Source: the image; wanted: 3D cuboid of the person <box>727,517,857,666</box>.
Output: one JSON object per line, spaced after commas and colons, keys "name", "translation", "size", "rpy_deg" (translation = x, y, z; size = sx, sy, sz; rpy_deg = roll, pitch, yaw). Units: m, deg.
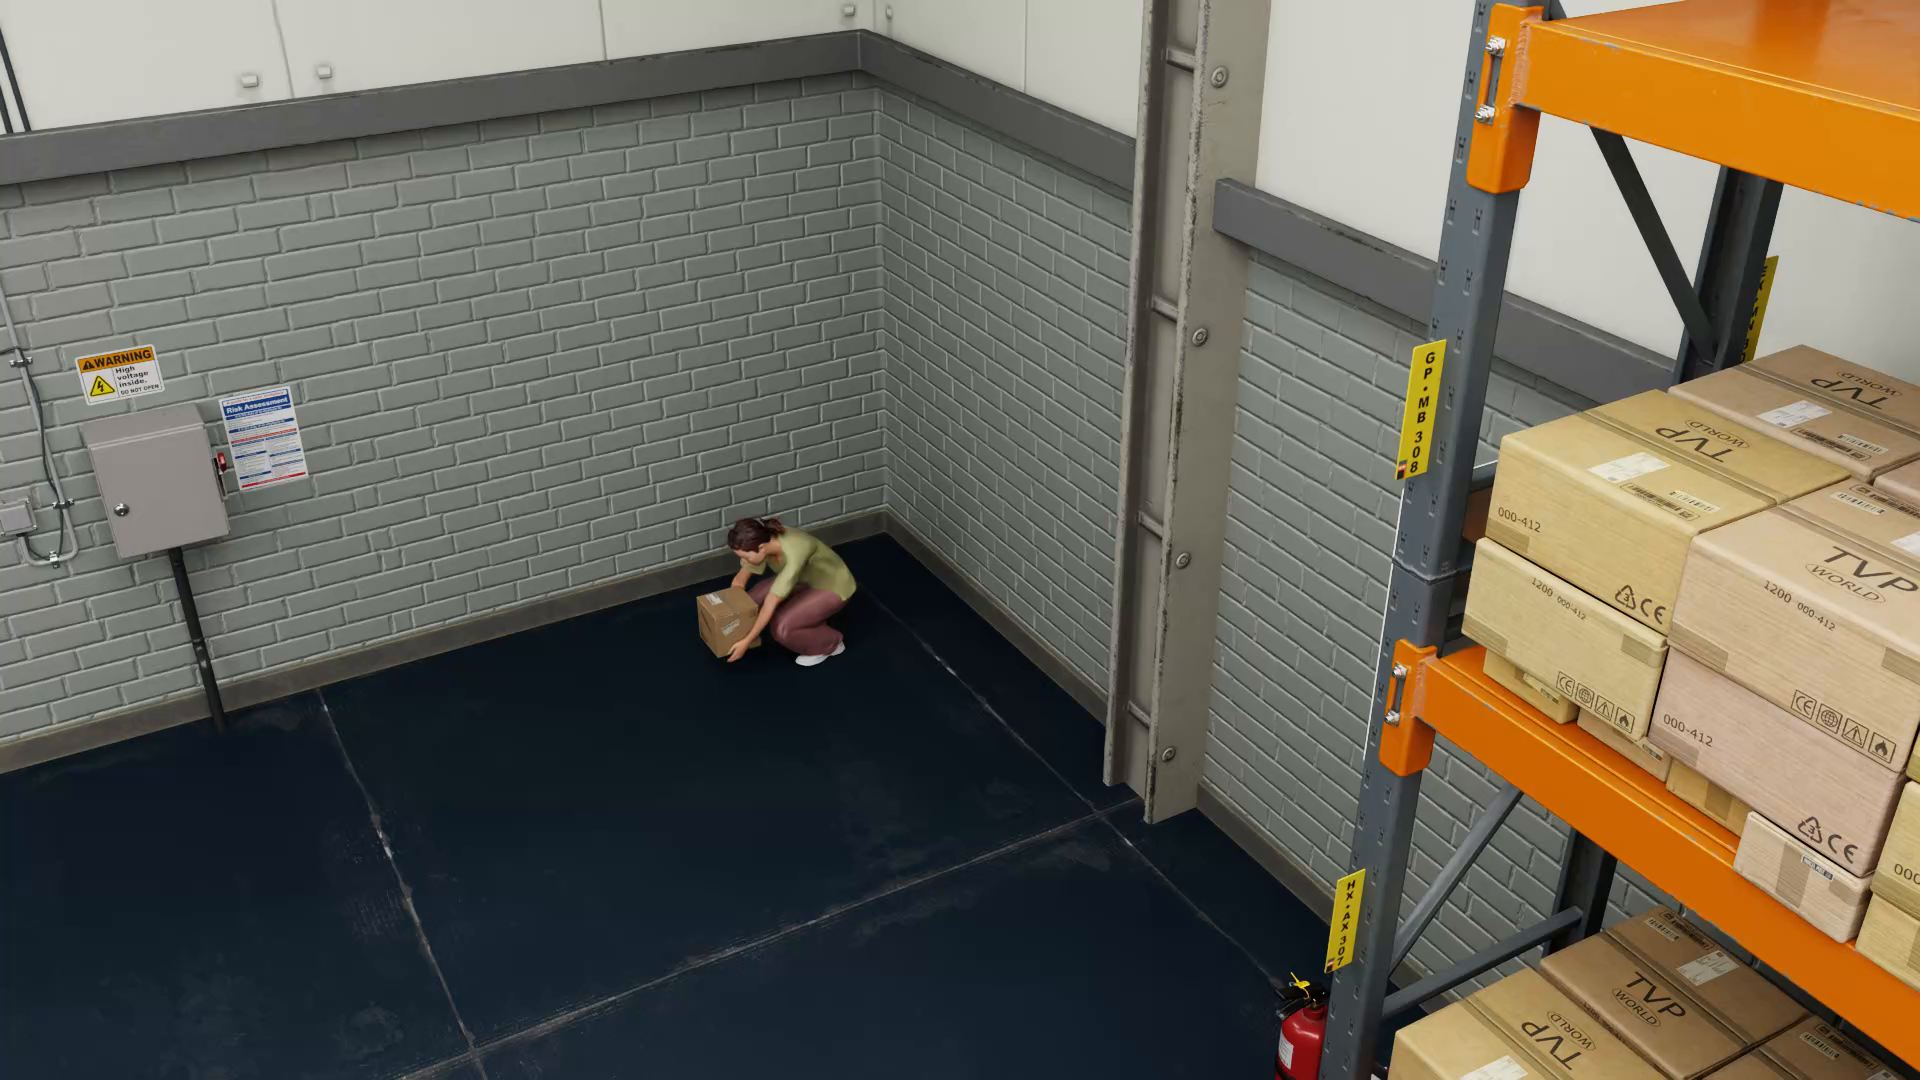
{"name": "person", "translation": [-0.946, 0.234, 8.912], "size": [0.803, 0.931, 0.479], "rpy_deg": [-16, 33, -26]}
